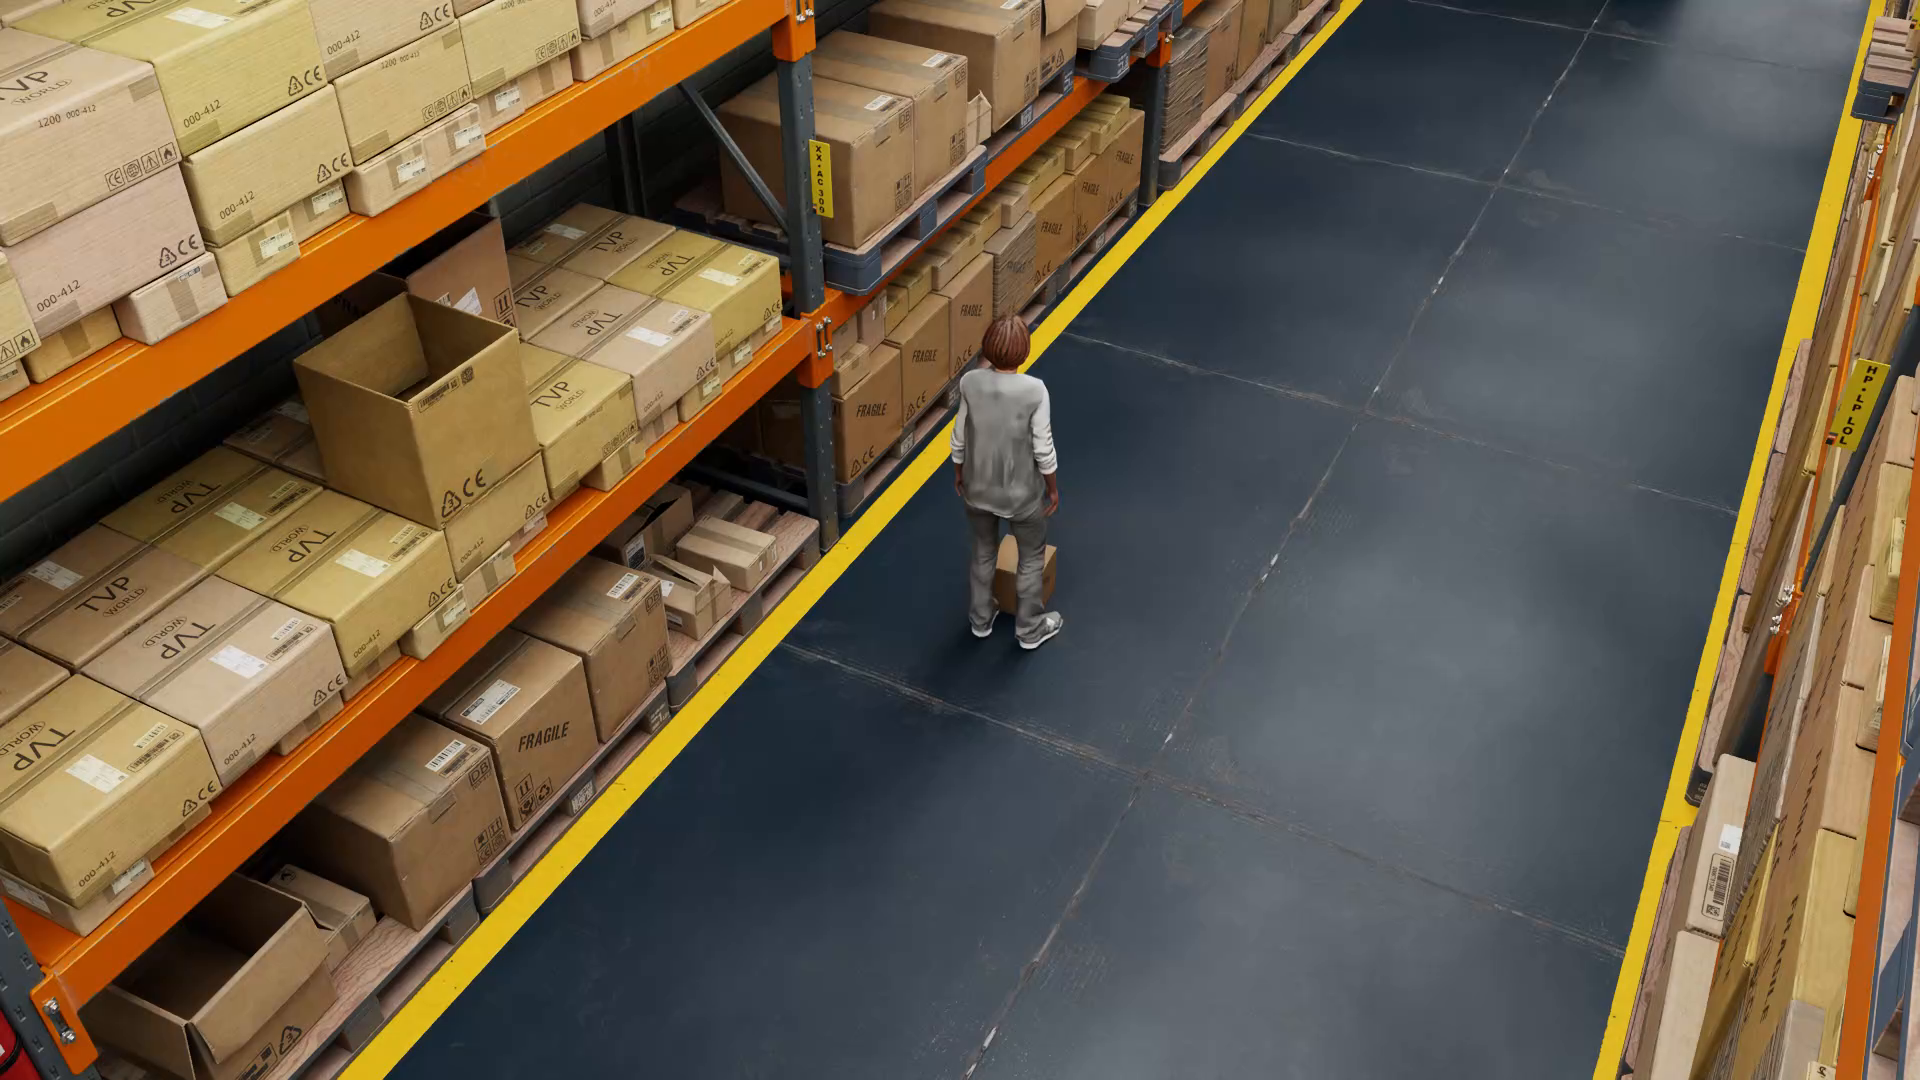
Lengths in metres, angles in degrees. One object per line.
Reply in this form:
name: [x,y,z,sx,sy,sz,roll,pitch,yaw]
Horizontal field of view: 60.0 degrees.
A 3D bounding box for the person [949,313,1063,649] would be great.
person: [0.195,-0.216,7.028,0.485,1.592,0.347,13,40,16]
